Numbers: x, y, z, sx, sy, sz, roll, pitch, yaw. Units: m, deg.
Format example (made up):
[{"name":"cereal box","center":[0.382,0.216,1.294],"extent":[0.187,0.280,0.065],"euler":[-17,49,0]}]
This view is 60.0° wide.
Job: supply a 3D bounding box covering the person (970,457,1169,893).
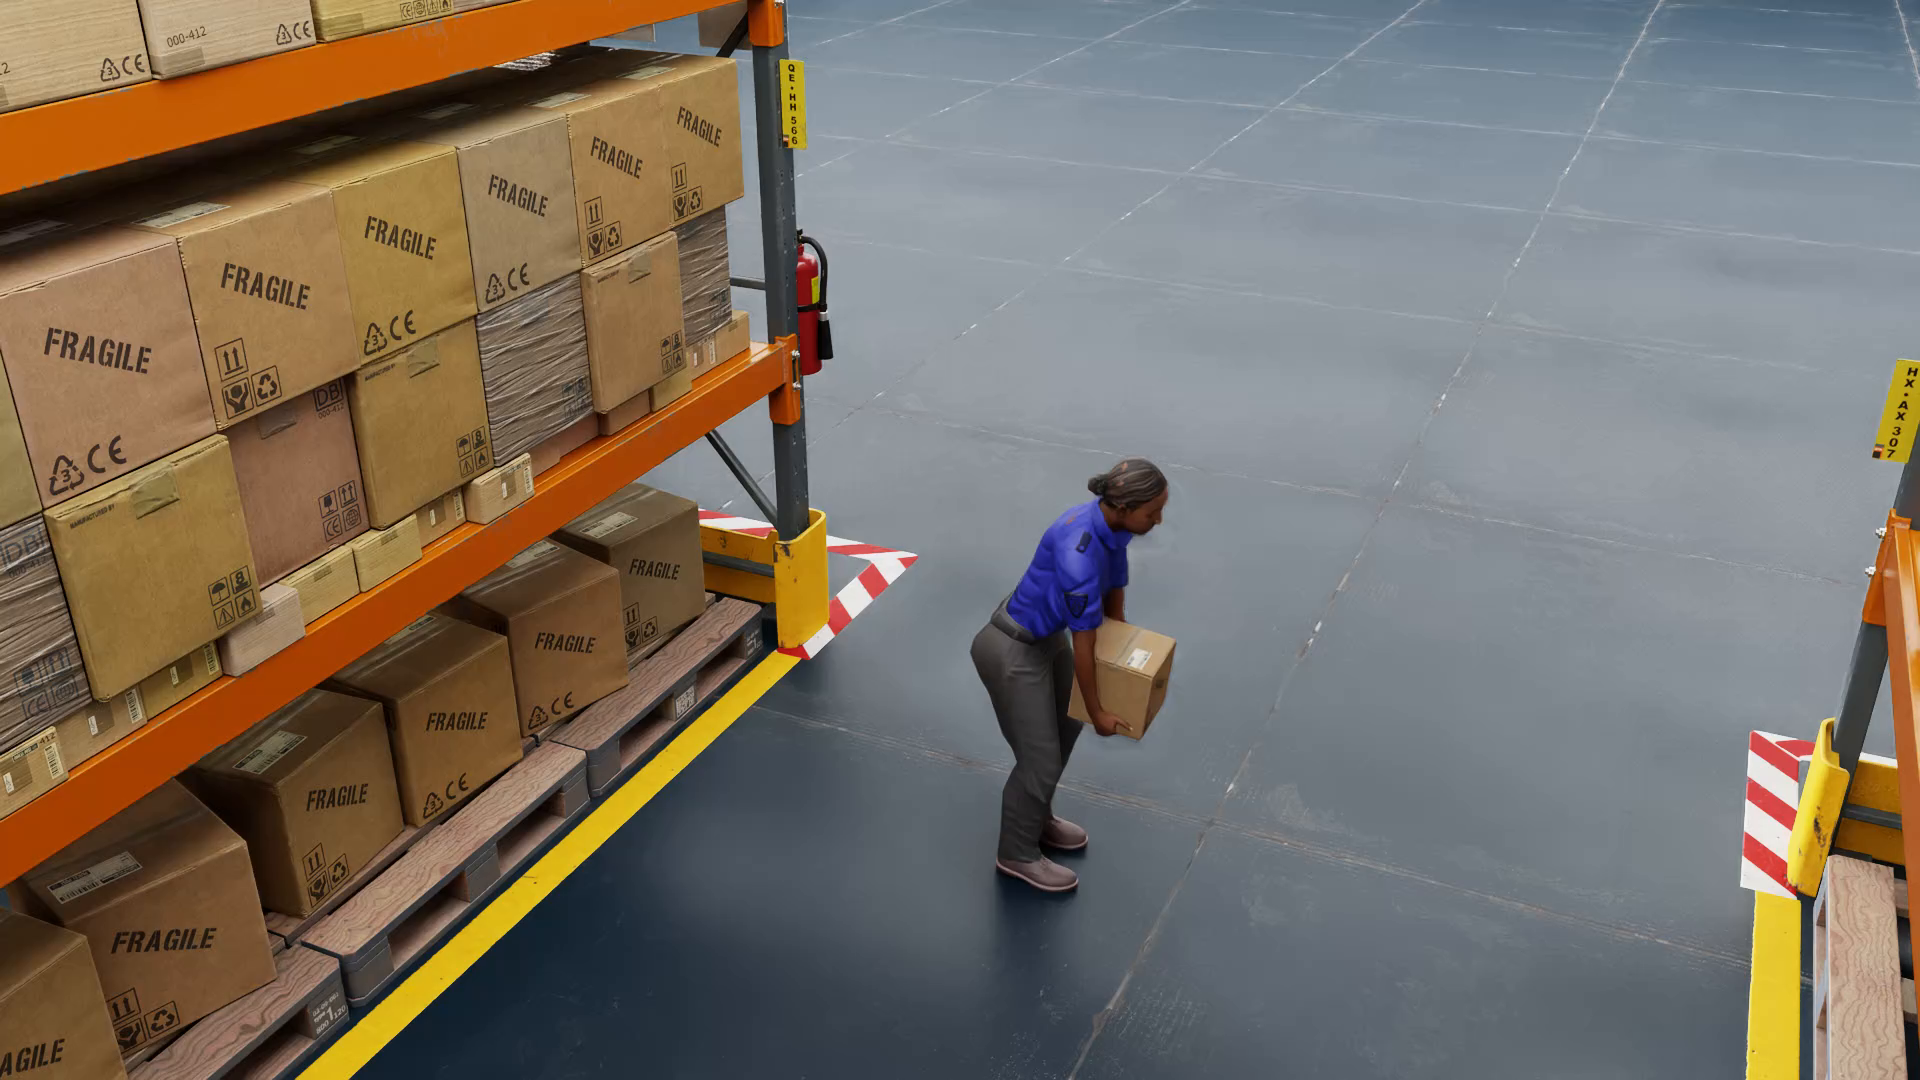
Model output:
[{"name":"person","center":[0.349,0.423,5.404],"extent":[0.596,1.543,0.407],"euler":[11,28,21]}]
